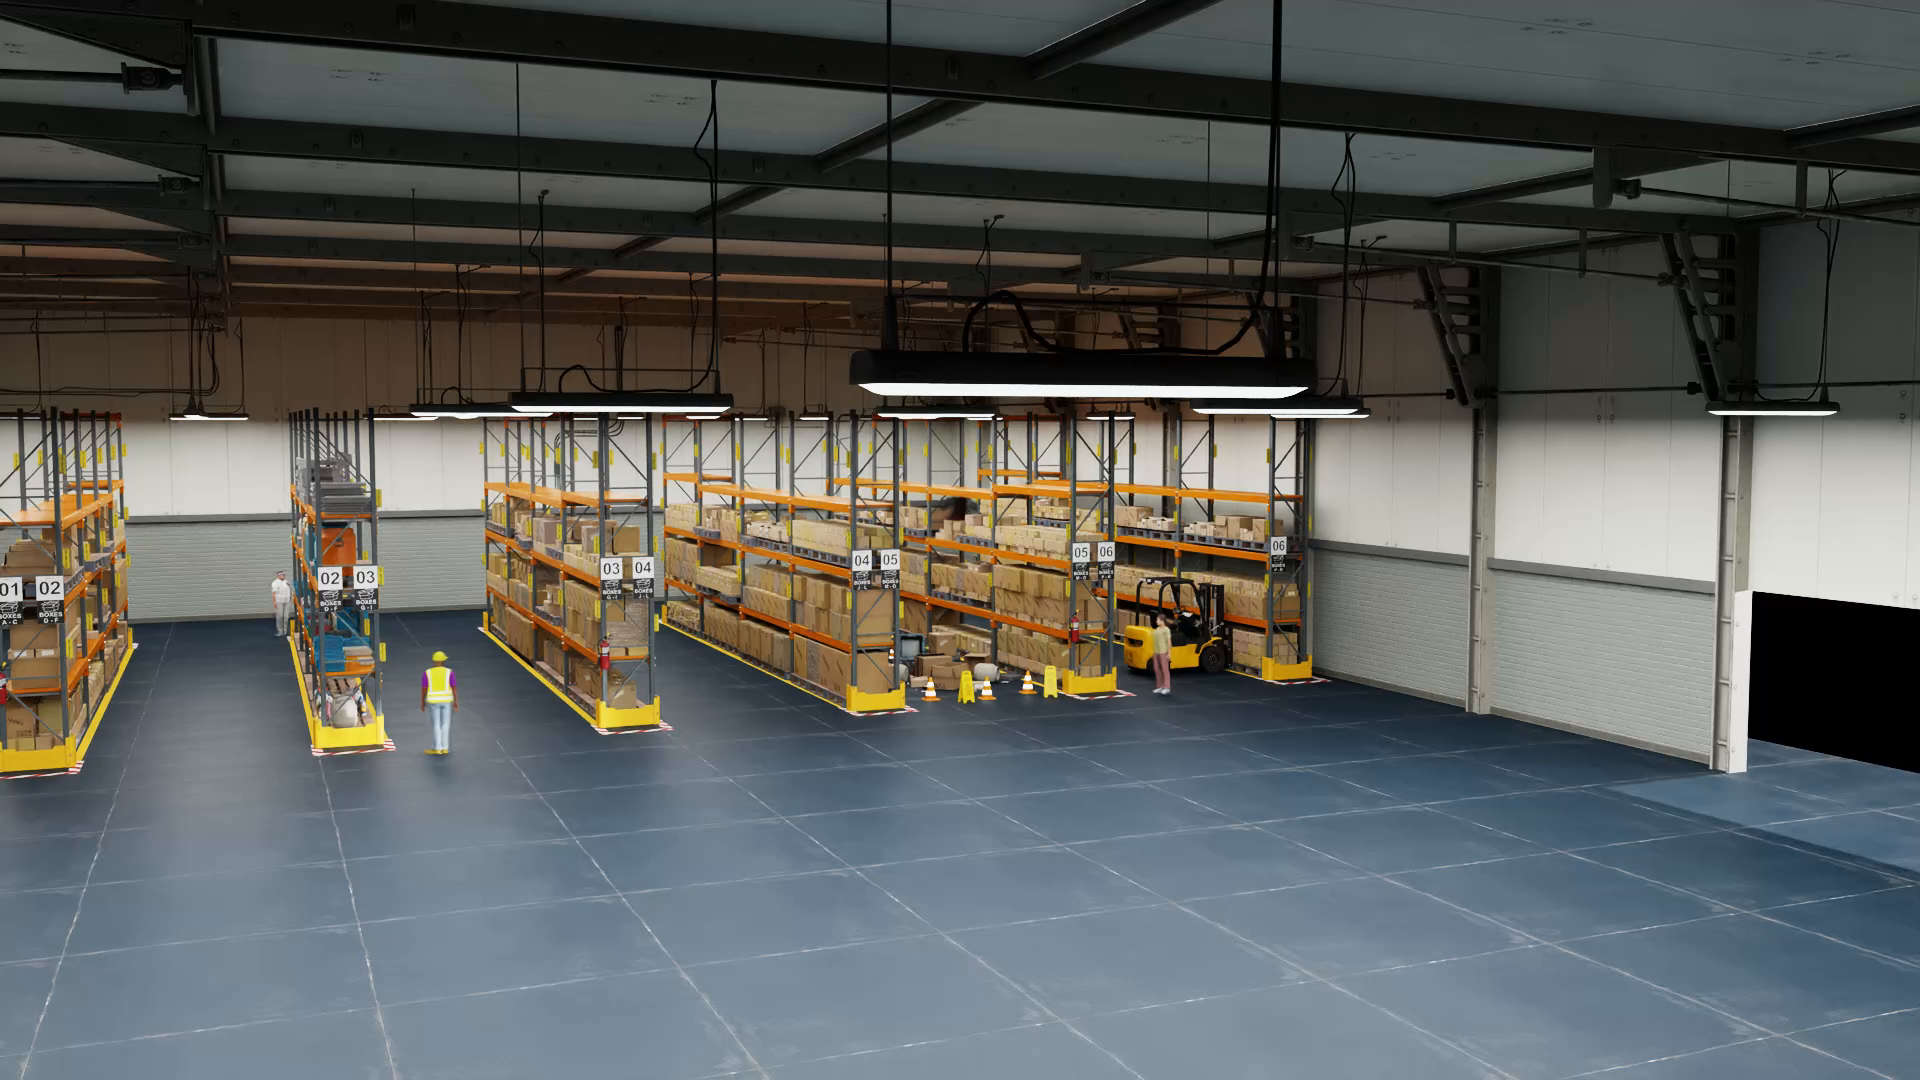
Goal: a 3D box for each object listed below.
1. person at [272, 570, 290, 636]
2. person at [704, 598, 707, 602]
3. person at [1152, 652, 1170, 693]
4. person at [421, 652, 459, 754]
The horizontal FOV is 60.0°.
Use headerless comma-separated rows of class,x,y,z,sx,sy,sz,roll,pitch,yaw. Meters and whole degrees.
person,-18.356,1.701,45.083,0.617,1.783,0.476,3,5,39
person,-7.726,1.308,50.948,0.475,1.548,0.518,3,5,34
person,4.298,2.752,35.359,0.303,1.044,0.358,-3,5,-36
person,-9.023,2.819,28.836,0.632,1.780,0.393,-1,4,-13
